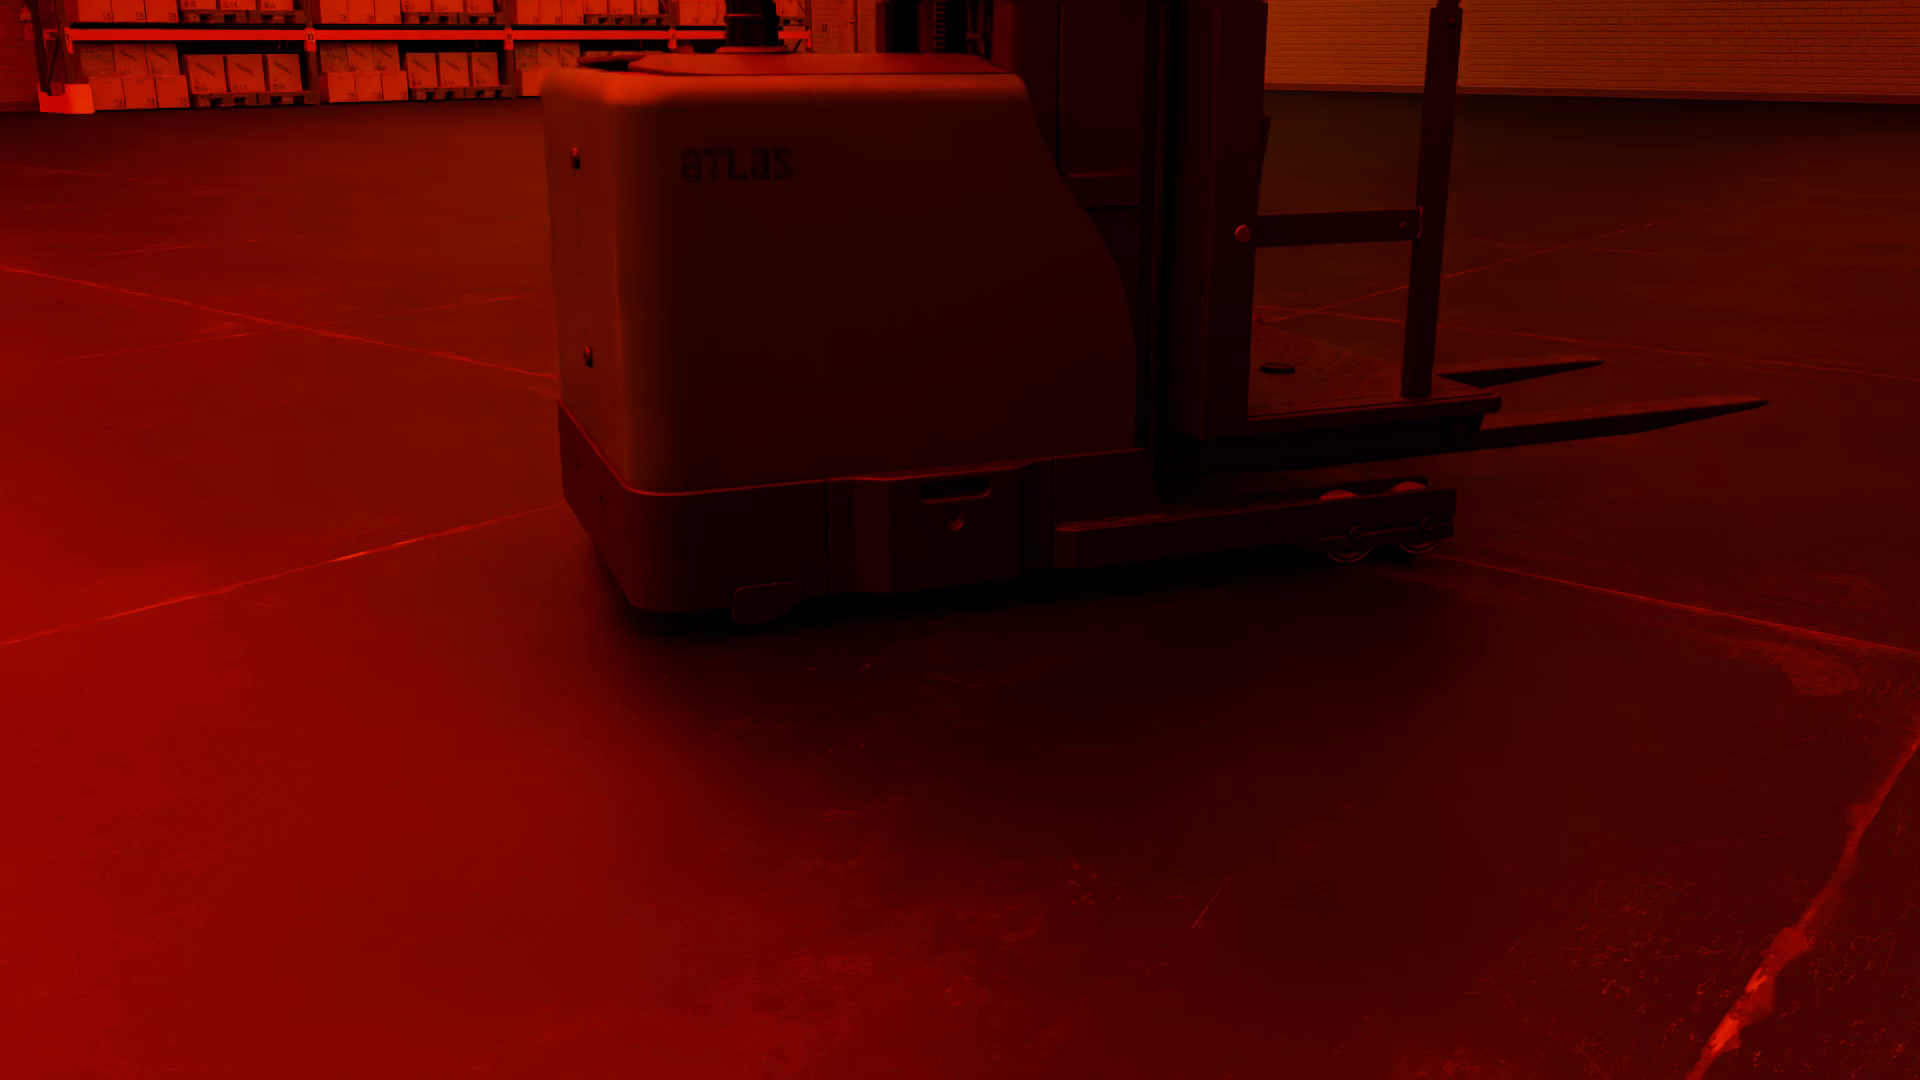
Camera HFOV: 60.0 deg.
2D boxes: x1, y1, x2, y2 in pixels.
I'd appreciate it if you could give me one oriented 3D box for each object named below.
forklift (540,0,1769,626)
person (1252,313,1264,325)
[{"bbox_3d":[0.603,-1.484,3.785,3.031,2.935,1.130,-7,18,-21],"label":"forklift"},{"bbox_3d":[0.839,-1.666,6.646,0.779,1.625,0.364,-3,17,-8],"label":"person"}]
